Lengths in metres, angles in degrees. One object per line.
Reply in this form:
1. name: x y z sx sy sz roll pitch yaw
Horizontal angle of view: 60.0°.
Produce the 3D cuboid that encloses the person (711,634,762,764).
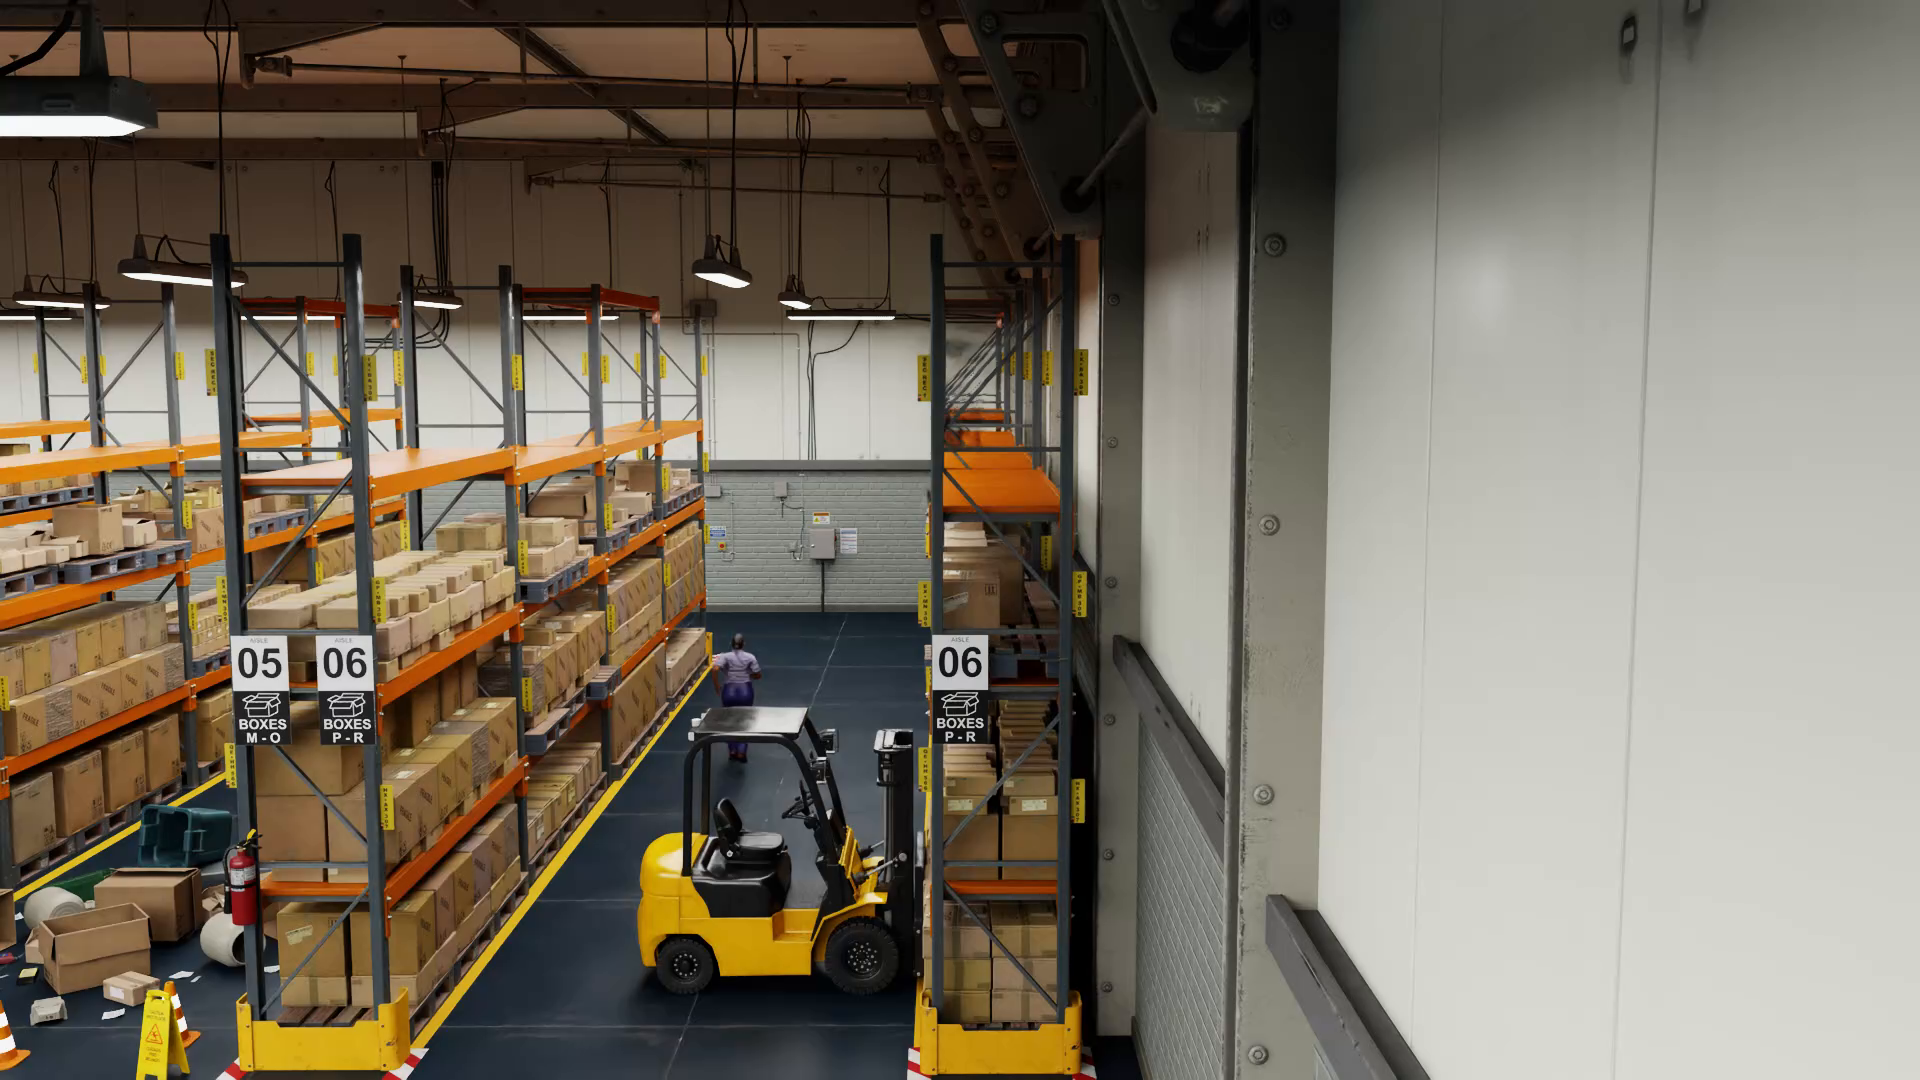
1. person: -2.809 2.044 21.022 0.614 1.703 0.802 0 6 -2
